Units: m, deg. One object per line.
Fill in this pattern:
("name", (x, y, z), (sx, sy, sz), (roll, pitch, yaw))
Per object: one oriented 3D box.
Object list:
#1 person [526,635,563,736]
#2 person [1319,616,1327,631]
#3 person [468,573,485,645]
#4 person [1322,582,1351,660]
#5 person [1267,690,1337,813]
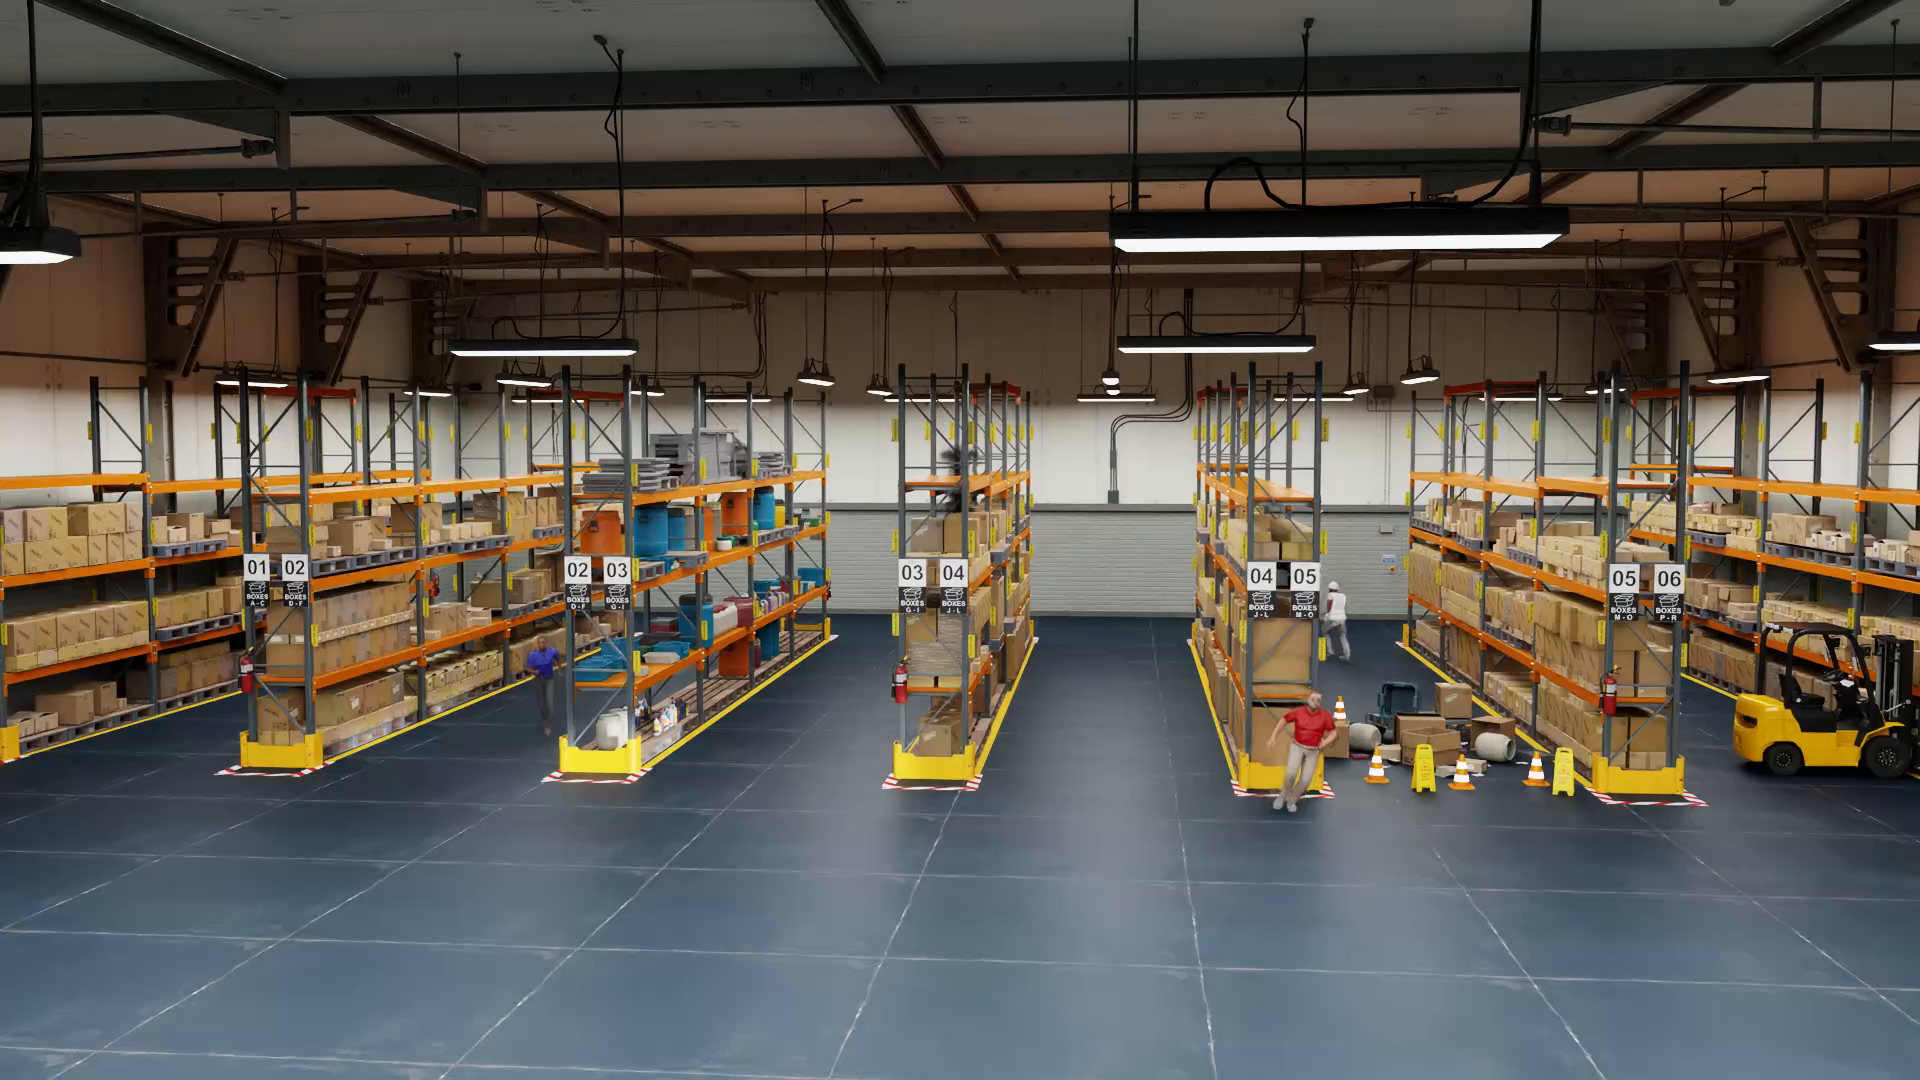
("person", (-6.949, 2.406, 27.849), (0.584, 1.630, 0.964), (-1, 4, -8))
("person", (8.683, 1.459, 41.246), (0.908, 1.755, 0.664), (-1, 4, -15))
("person", (-11.449, 1.627, 39.486), (0.593, 1.717, 0.685), (0, 4, 0))
("person", (8.276, 1.792, 36.694), (0.700, 1.723, 0.975), (-1, 4, -18))
("person", (4.532, 2.807, 21.913), (0.834, 1.650, 0.676), (0, 4, -2))
